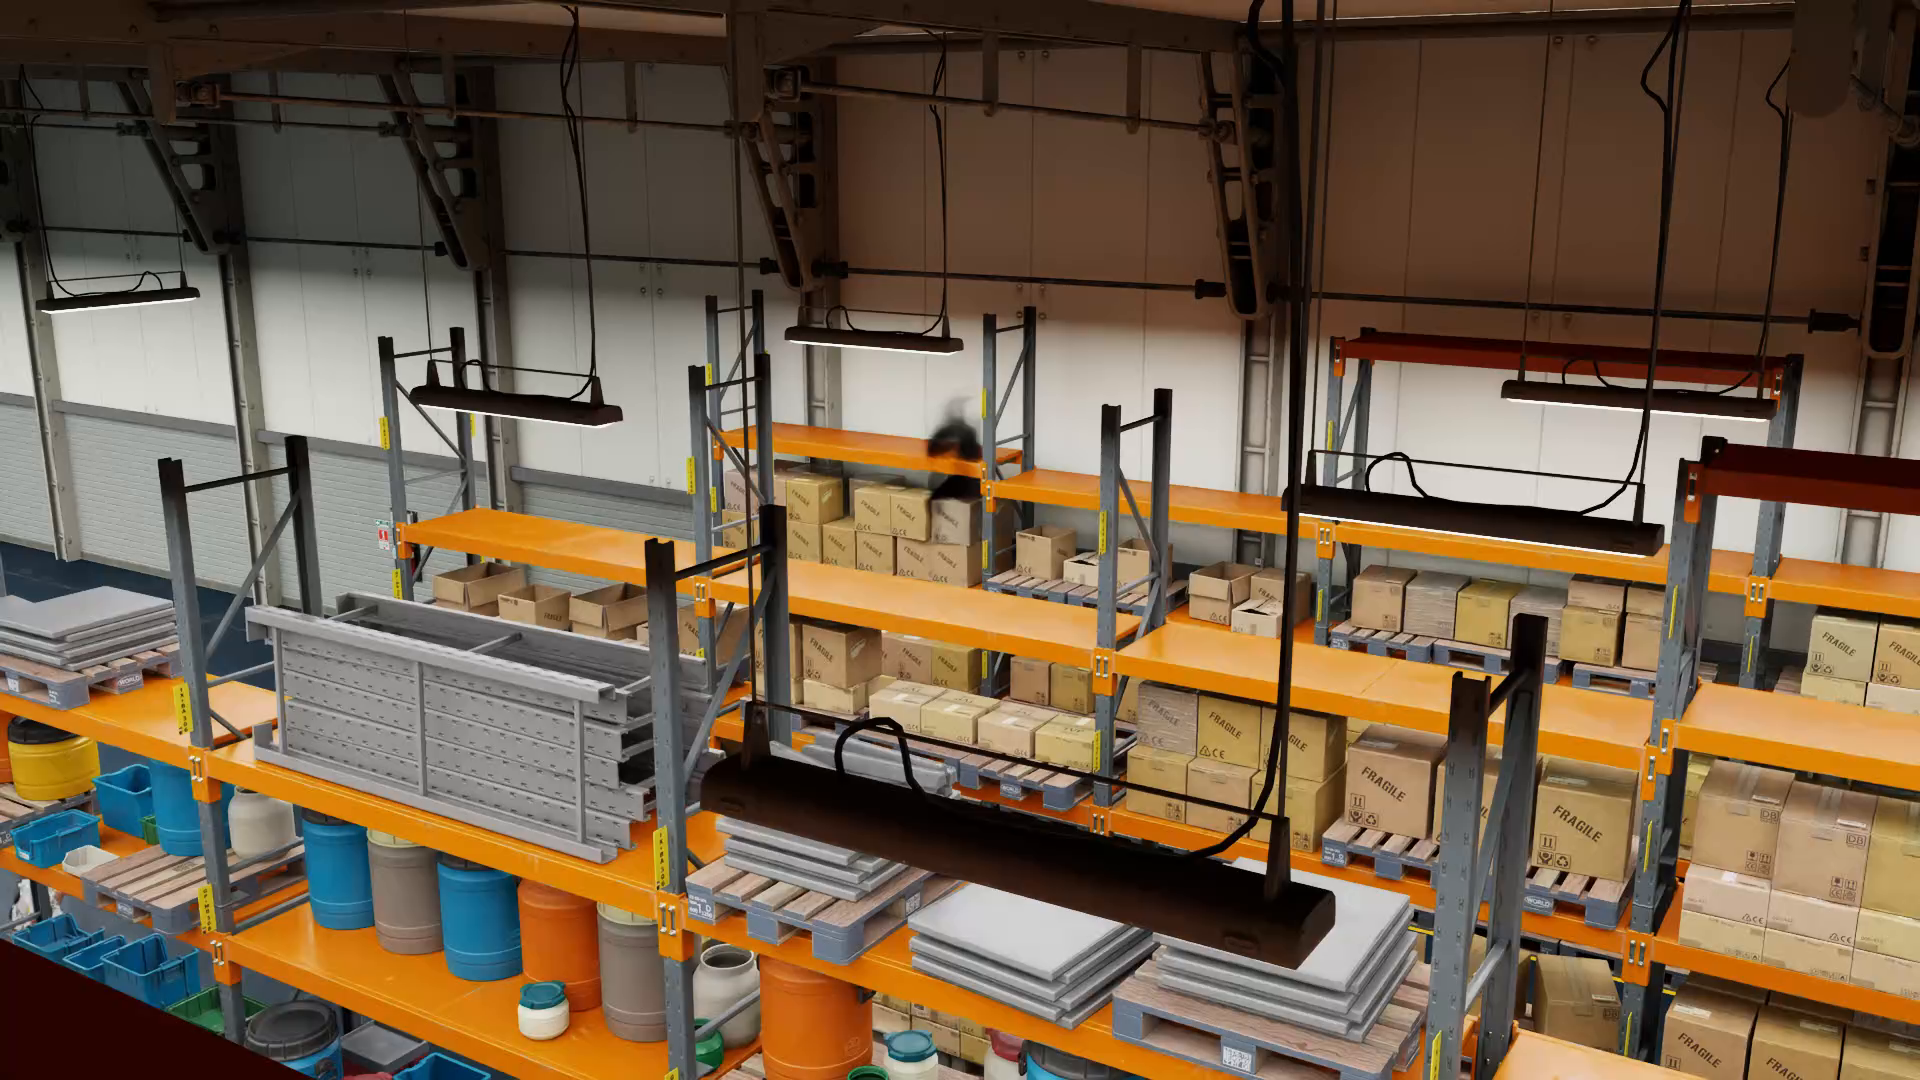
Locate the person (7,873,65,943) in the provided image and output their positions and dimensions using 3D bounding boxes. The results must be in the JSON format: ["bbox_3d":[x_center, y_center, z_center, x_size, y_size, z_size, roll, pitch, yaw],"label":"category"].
[{"bbox_3d":[-8.363,3.581,15.185,0.619,1.721,0.693,-4,14,-15],"label":"person"}]
